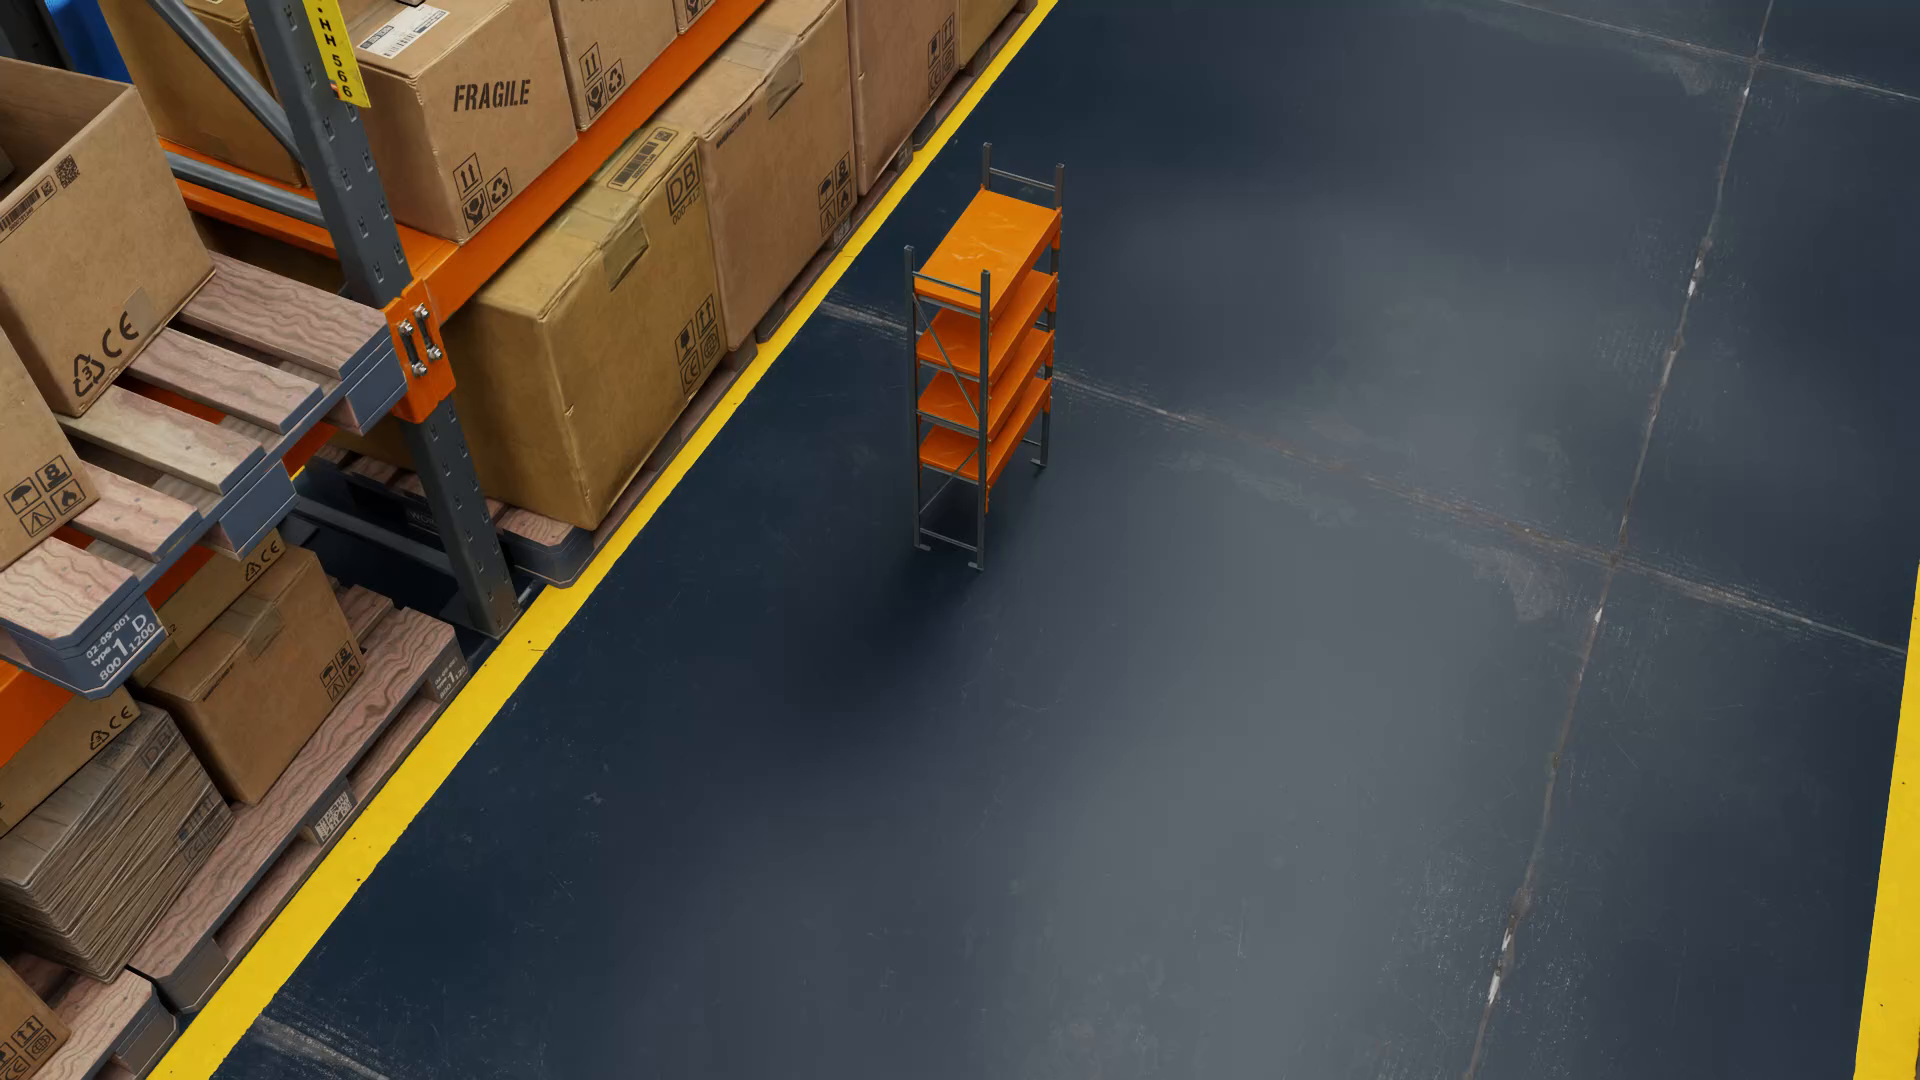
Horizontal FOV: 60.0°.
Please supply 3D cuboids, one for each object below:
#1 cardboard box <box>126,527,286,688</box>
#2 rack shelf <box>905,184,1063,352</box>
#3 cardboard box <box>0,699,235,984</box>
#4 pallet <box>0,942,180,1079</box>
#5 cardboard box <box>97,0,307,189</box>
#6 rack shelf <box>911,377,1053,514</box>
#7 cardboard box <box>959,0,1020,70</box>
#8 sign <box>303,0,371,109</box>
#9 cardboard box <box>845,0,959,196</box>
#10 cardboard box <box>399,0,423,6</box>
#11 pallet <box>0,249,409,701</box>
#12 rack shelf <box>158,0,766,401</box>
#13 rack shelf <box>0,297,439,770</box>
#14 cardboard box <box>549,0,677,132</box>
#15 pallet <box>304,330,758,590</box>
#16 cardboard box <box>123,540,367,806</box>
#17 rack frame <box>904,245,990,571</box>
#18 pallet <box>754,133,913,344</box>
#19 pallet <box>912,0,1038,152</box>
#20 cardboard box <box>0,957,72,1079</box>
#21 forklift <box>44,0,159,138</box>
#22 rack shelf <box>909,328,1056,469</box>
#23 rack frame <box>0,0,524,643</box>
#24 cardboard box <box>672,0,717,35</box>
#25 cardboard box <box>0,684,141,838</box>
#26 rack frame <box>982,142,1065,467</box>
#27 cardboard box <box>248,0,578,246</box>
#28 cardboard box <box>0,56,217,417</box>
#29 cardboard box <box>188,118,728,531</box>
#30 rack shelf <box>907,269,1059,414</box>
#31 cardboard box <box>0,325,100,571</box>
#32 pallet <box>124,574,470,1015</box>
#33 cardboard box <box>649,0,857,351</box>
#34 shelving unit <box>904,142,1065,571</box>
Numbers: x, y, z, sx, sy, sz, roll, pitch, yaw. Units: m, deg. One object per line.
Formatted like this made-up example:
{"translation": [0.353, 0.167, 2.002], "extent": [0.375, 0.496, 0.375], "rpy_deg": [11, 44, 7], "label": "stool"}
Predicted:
{"translation": [-2.066, 0.026, 4.119], "extent": [0.500, 0.250, 0.500], "rpy_deg": [22, 53, 18], "label": "cardboard box"}
{"translation": [0.071, -0.757, 4.591], "extent": [0.258, 0.148, 0.480], "rpy_deg": [20, 52, 16], "label": "rack shelf"}
{"translation": [-2.301, 0.651, 4.079], "extent": [0.700, 0.500, 0.500], "rpy_deg": [16, 51, 13], "label": "cardboard box"}
{"translation": [-2.665, 1.408, 3.913], "extent": [1.003, 0.211, 1.213], "rpy_deg": [20, 52, 16], "label": "pallet"}
{"translation": [-1.820, -1.323, 4.340], "extent": [0.500, 0.500, 0.500], "rpy_deg": [21, 53, 17], "label": "cardboard box"}
{"translation": [0.071, -0.331, 5.092], "extent": [0.258, 0.148, 0.480], "rpy_deg": [20, 52, 16], "label": "rack shelf"}
{"translation": [-0.354, -2.625, 6.633], "extent": [1.225, 0.875, 0.875], "rpy_deg": [20, 52, 16], "label": "cardboard box"}
{"translation": [-1.313, -1.050, 3.465], "extent": [0.100, 0.325, 0.005], "rpy_deg": [20, 52, 16], "label": "sign"}
{"translation": [-0.735, -2.009, 6.109], "extent": [1.225, 0.875, 0.875], "rpy_deg": [18, 52, 15], "label": "cardboard box"}
{"translation": [-1.480, -1.726, 4.025], "extent": [0.797, 0.503, 0.637], "rpy_deg": [21, 53, 17], "label": "cardboard box"}
{"translation": [-2.015, -0.283, 3.647], "extent": [1.213, 0.211, 1.003], "rpy_deg": [20, 52, 16], "label": "pallet"}
{"translation": [-0.953, -2.014, 5.467], "extent": [1.077, 0.370, 4.000], "rpy_deg": [20, 52, 16], "label": "rack shelf"}
{"translation": [-2.662, 0.740, 3.123], "extent": [1.077, 0.370, 4.000], "rpy_deg": [20, 52, 16], "label": "rack shelf"}
{"translation": [-1.135, -1.505, 4.495], "extent": [0.500, 0.500, 0.500], "rpy_deg": [19, 52, 15], "label": "cardboard box"}
{"translation": [-1.402, -0.485, 5.524], "extent": [1.003, 0.211, 1.213], "rpy_deg": [20, 52, 16], "label": "pallet"}
{"translation": [-2.075, 0.265, 4.407], "extent": [0.700, 0.500, 0.500], "rpy_deg": [17, 52, 14], "label": "cardboard box"}
{"translation": [-0.034, -0.335, 4.747], "extent": [0.240, 1.200, 0.015], "rpy_deg": [20, 52, 16], "label": "rack frame"}
{"translation": [-0.880, -1.322, 6.236], "extent": [1.003, 0.211, 1.213], "rpy_deg": [20, 52, 16], "label": "pallet"}
{"translation": [-0.360, -2.165, 6.954], "extent": [1.003, 0.211, 1.213], "rpy_deg": [20, 52, 16], "label": "pallet"}
{"translation": [-2.537, 1.044, 3.745], "extent": [0.700, 0.500, 0.500], "rpy_deg": [24, 54, 19], "label": "cardboard box"}
{"translation": [-4.406, -2.272, 5.258], "extent": [3.031, 2.935, 1.130], "rpy_deg": [-3, 50, -3], "label": "forklift"}
{"translation": [0.071, -0.459, 4.941], "extent": [0.258, 0.148, 0.480], "rpy_deg": [20, 52, 16], "label": "rack shelf"}
{"translation": [-1.807, -0.870, 4.021], "extent": [1.000, 3.000, 0.127], "rpy_deg": [20, 52, 16], "label": "rack frame"}
{"translation": [-0.920, -1.858, 4.796], "extent": [0.500, 0.500, 0.500], "rpy_deg": [19, 52, 15], "label": "cardboard box"}
{"translation": [-2.284, 0.394, 3.805], "extent": [0.500, 0.250, 0.500], "rpy_deg": [25, 54, 20], "label": "cardboard box"}
{"translation": [0.175, -0.671, 5.033], "extent": [0.240, 1.200, 0.015], "rpy_deg": [20, 52, 16], "label": "rack frame"}
{"translation": [-1.354, -1.149, 4.192], "extent": [0.500, 0.500, 0.500], "rpy_deg": [21, 53, 17], "label": "cardboard box"}
{"translation": [-2.002, -0.654, 3.495], "extent": [0.500, 0.500, 0.500], "rpy_deg": [14, 51, 12], "label": "cardboard box"}
{"translation": [-1.494, -0.786, 5.069], "extent": [1.225, 0.875, 0.875], "rpy_deg": [18, 52, 14], "label": "cardboard box"}
{"translation": [0.071, -0.604, 4.771], "extent": [0.258, 0.148, 0.480], "rpy_deg": [20, 52, 16], "label": "rack shelf"}
{"translation": [-2.150, -0.237, 3.141], "extent": [0.700, 0.500, 0.500], "rpy_deg": [27, 55, 21], "label": "cardboard box"}
{"translation": [-2.142, 0.571, 4.625], "extent": [1.003, 0.211, 1.213], "rpy_deg": [20, 52, 16], "label": "pallet"}
{"translation": [-1.106, -1.397, 5.589], "extent": [1.225, 0.875, 0.875], "rpy_deg": [20, 52, 16], "label": "cardboard box"}
{"translation": [0.071, -0.503, 4.890], "extent": [0.258, 1.200, 0.503], "rpy_deg": [20, 52, 16], "label": "shelving unit"}
